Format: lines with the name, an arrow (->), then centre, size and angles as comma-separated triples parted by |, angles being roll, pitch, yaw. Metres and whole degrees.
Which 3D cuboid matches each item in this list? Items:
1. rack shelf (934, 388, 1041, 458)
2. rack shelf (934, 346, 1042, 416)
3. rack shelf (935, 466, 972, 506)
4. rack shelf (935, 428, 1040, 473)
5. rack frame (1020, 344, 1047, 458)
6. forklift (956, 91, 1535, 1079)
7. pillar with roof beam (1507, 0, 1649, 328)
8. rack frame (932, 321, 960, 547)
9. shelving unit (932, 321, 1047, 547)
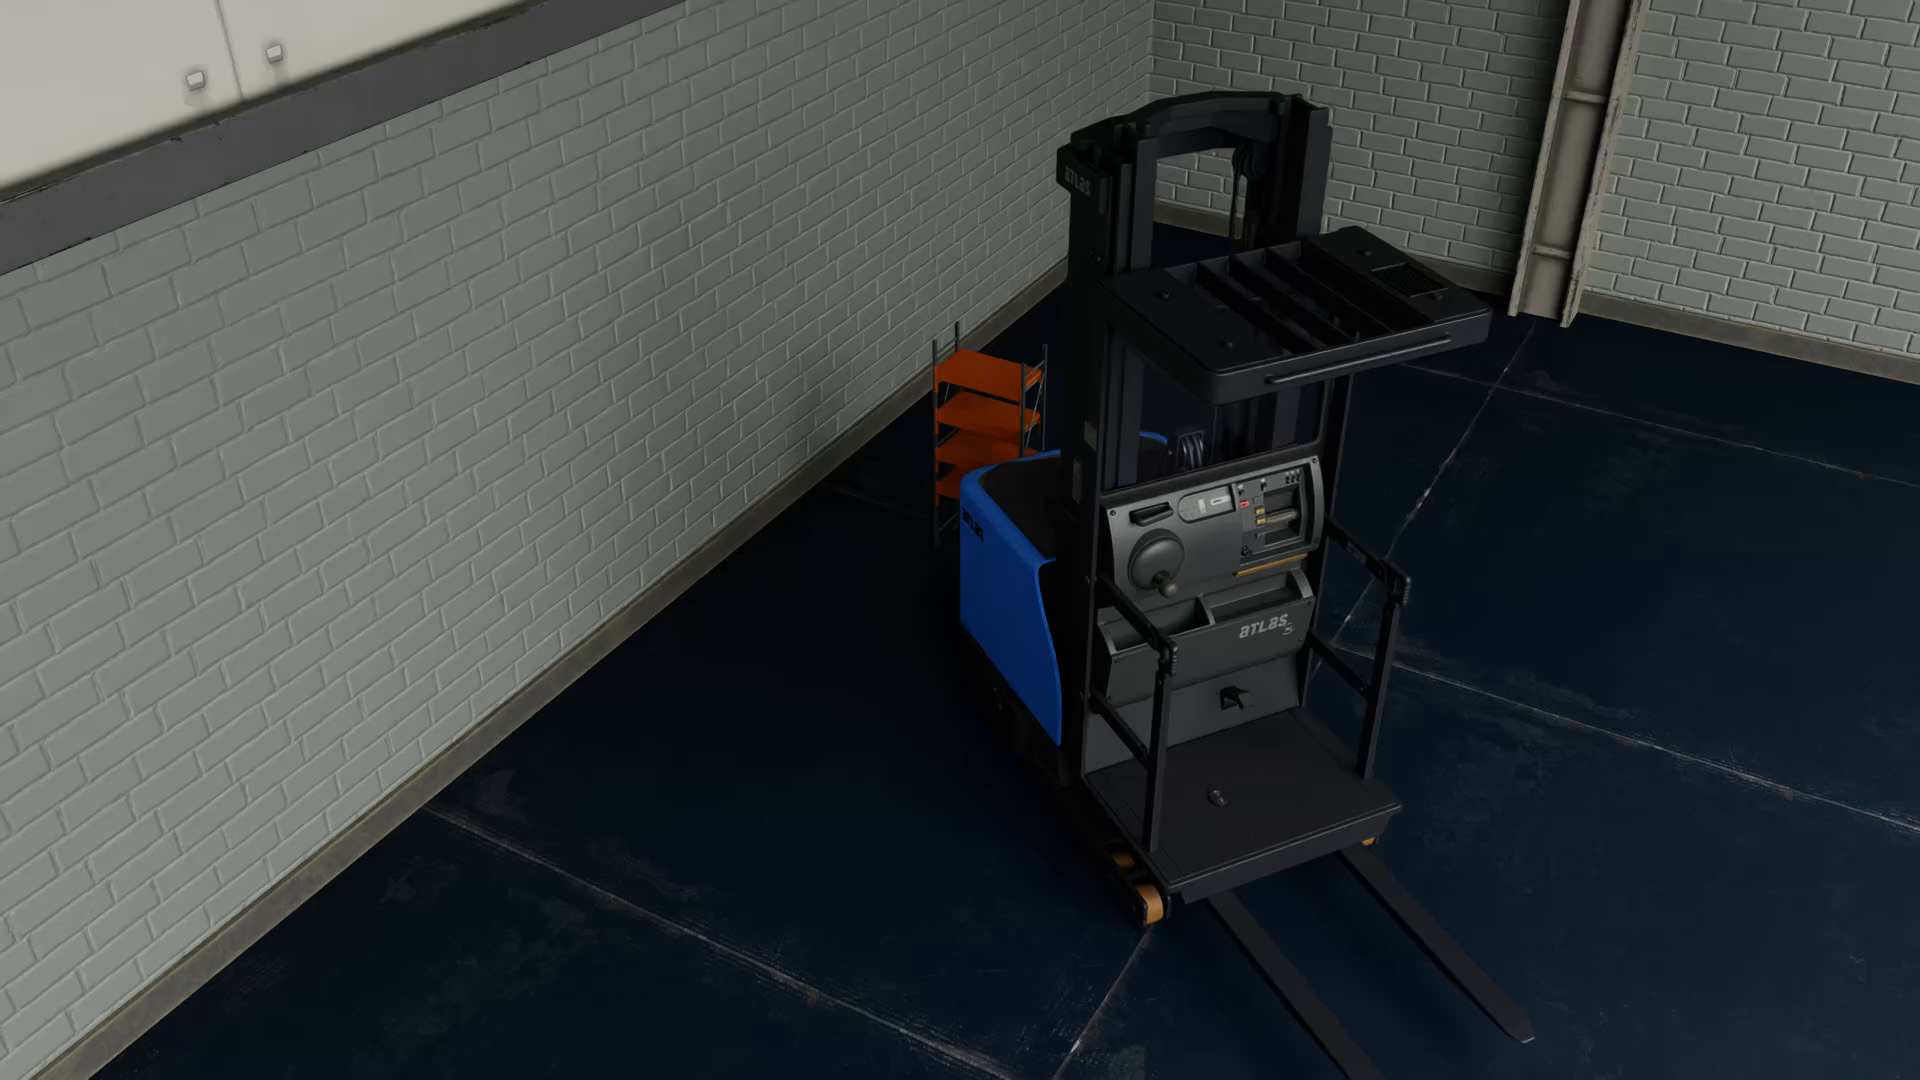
rack shelf -> 0.144, -0.584, 8.262 | 0.480, 0.148, 0.258 | 18, 37, 24
rack shelf -> 0.144, -0.781, 8.131 | 0.480, 0.148, 0.258 | 18, 37, 24
rack shelf -> 0.144, -0.233, 8.496 | 0.480, 0.148, 0.258 | 18, 37, 24
rack shelf -> 0.144, -0.398, 8.386 | 0.480, 0.148, 0.258 | 18, 37, 24
rack frame -> 0.356, -0.387, 8.248 | 0.015, 1.200, 0.240 | 18, 37, 24
forklift -> 1.058, 0.005, 6.098 | 1.130, 2.935, 3.031 | -14, 36, -20
pillar with roof beam -> 1.723, -3.183, 5.410 | 0.400, 9.000, 9.100 | 18, 37, 24
rack frame -> -0.068, -0.521, 8.450 | 0.015, 1.200, 0.240 | 18, 37, 24
shelving unit -> 0.144, -0.454, 8.349 | 0.503, 1.200, 0.258 | 18, 37, 24
